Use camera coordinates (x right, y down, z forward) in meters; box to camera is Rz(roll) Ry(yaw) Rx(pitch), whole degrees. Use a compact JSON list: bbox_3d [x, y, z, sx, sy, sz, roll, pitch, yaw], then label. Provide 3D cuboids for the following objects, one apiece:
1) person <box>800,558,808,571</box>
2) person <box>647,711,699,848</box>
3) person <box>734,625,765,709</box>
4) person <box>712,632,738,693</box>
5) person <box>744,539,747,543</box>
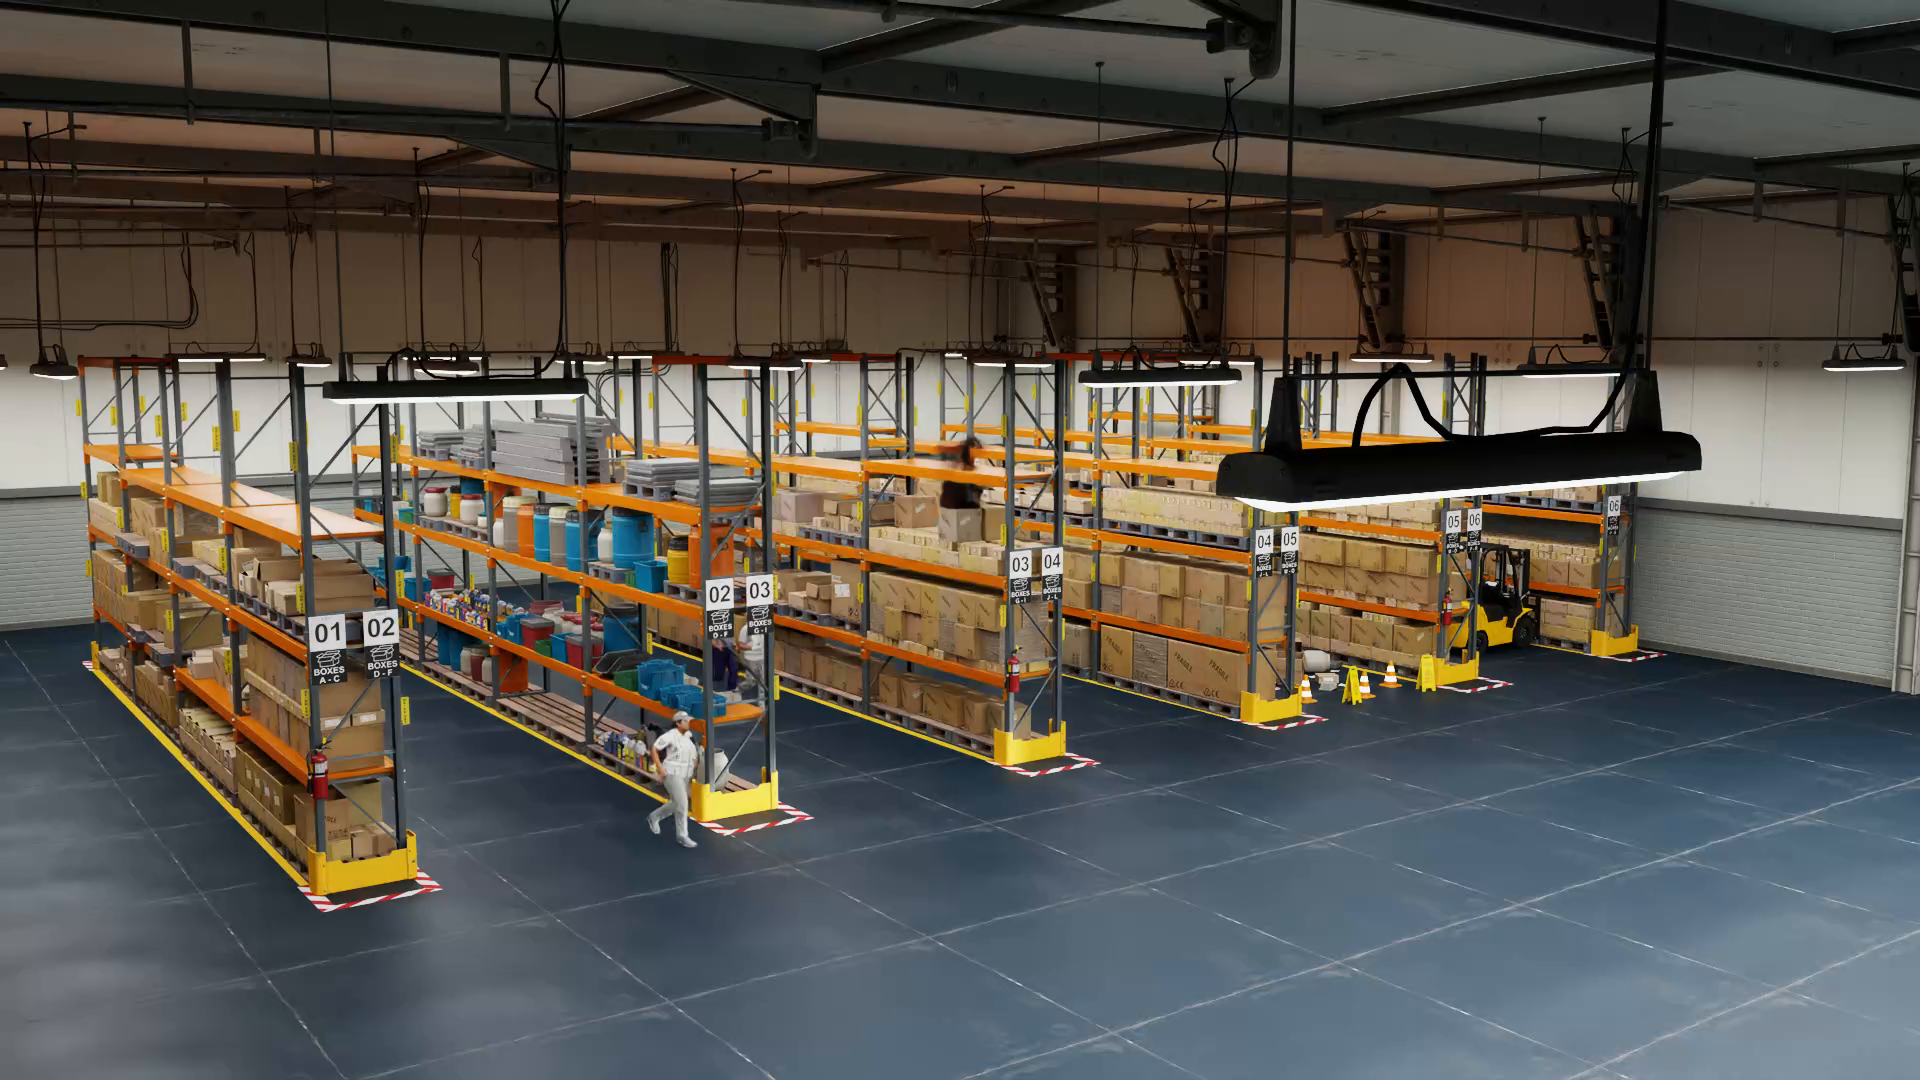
[{"bbox_3d":[-3.935,0.456,42.227,0.740,1.577,0.708,0,7,3],"label":"person"},{"bbox_3d":[-3.571,2.985,21.030,0.859,1.627,0.646,4,8,29],"label":"person"},{"bbox_3d":[-3.506,2.026,28.283,0.832,1.758,0.692,7,9,43],"label":"person"},{"bbox_3d":[-4.156,2.011,29.177,0.618,1.642,0.853,-5,9,-37],"label":"person"},{"bbox_3d":[-4.987,0.790,38.896,0.575,1.707,0.808,-4,8,-28],"label":"person"}]
